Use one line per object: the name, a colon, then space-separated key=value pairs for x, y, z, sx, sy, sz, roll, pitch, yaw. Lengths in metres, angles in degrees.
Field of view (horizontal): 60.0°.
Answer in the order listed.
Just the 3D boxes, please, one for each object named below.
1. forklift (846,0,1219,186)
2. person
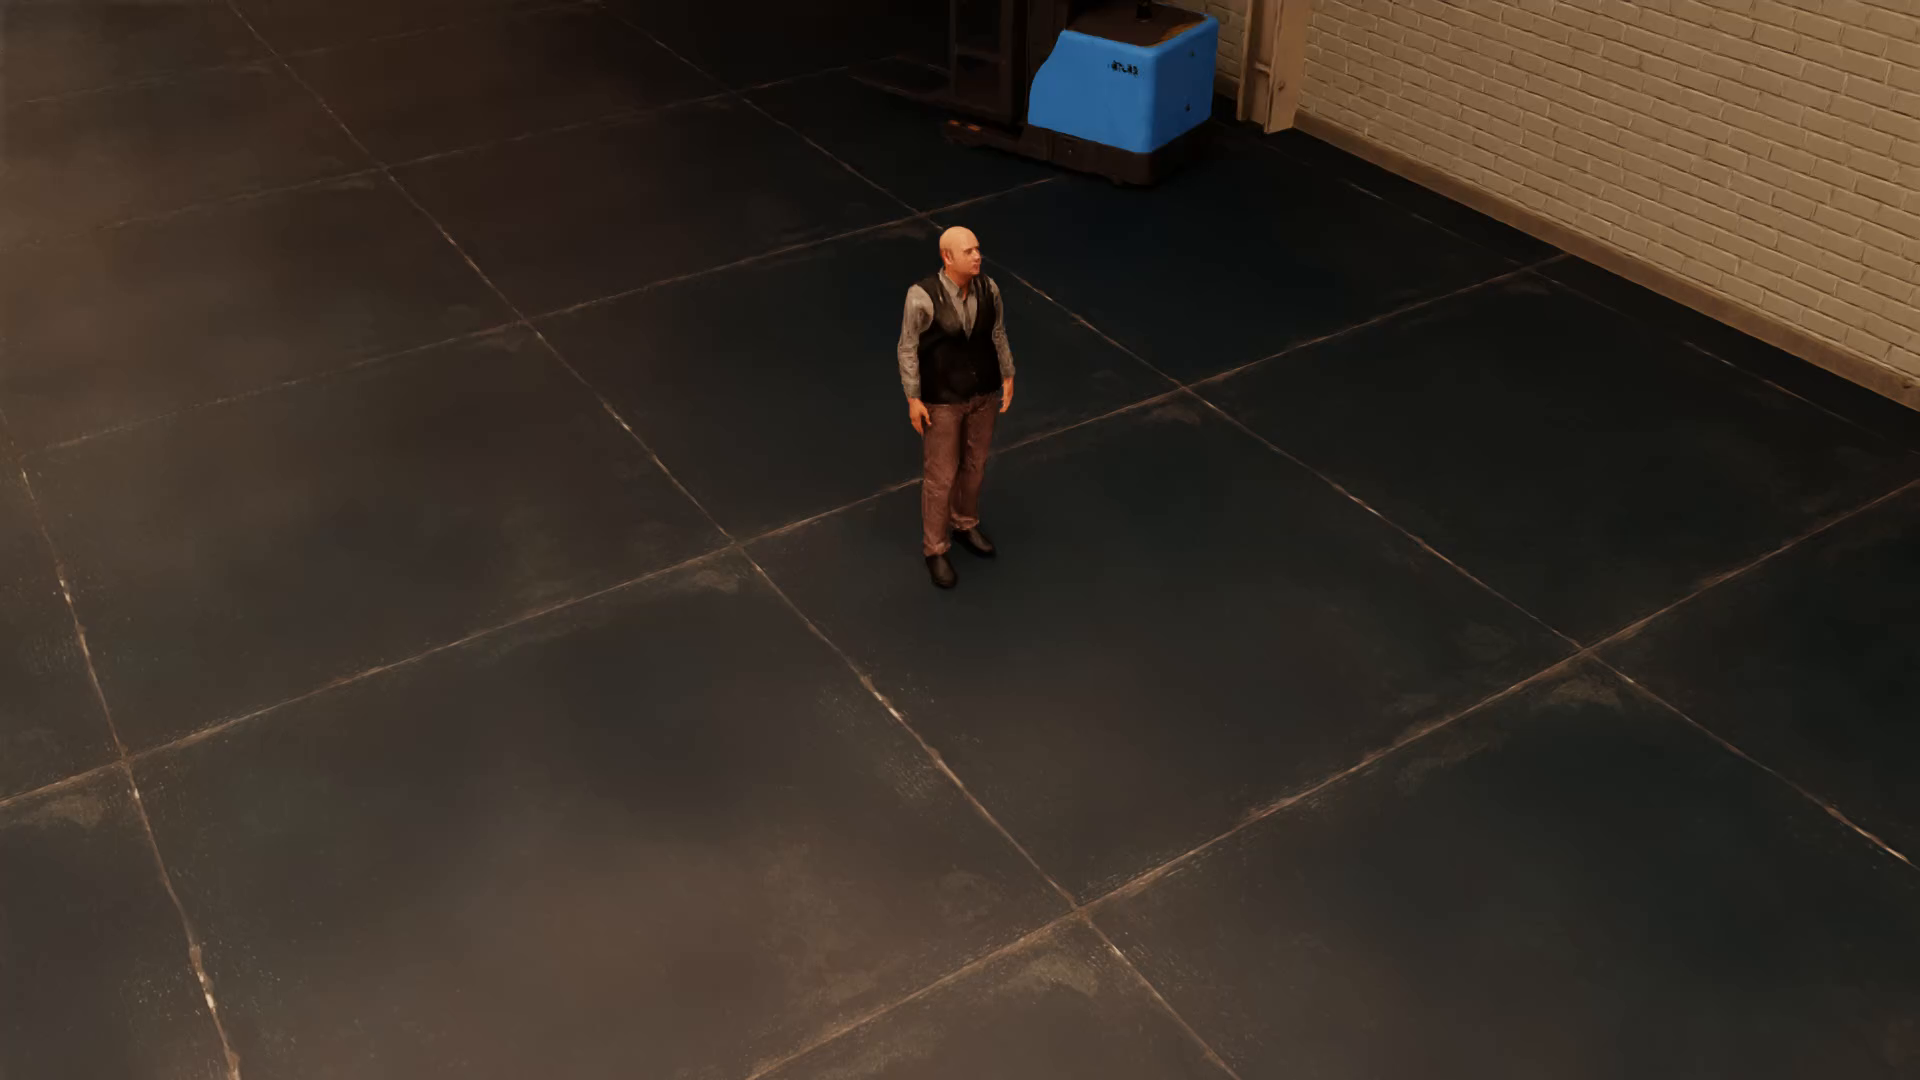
forklift: x=0.464 y=-4.512 z=12.569 sx=3.031 sy=2.935 sz=1.130 roll=23 pitch=41 yaw=29
person: x=0.027 y=-0.678 z=8.152 sx=0.632 sy=1.720 sz=0.567 roll=-21 pitch=40 yaw=-27
